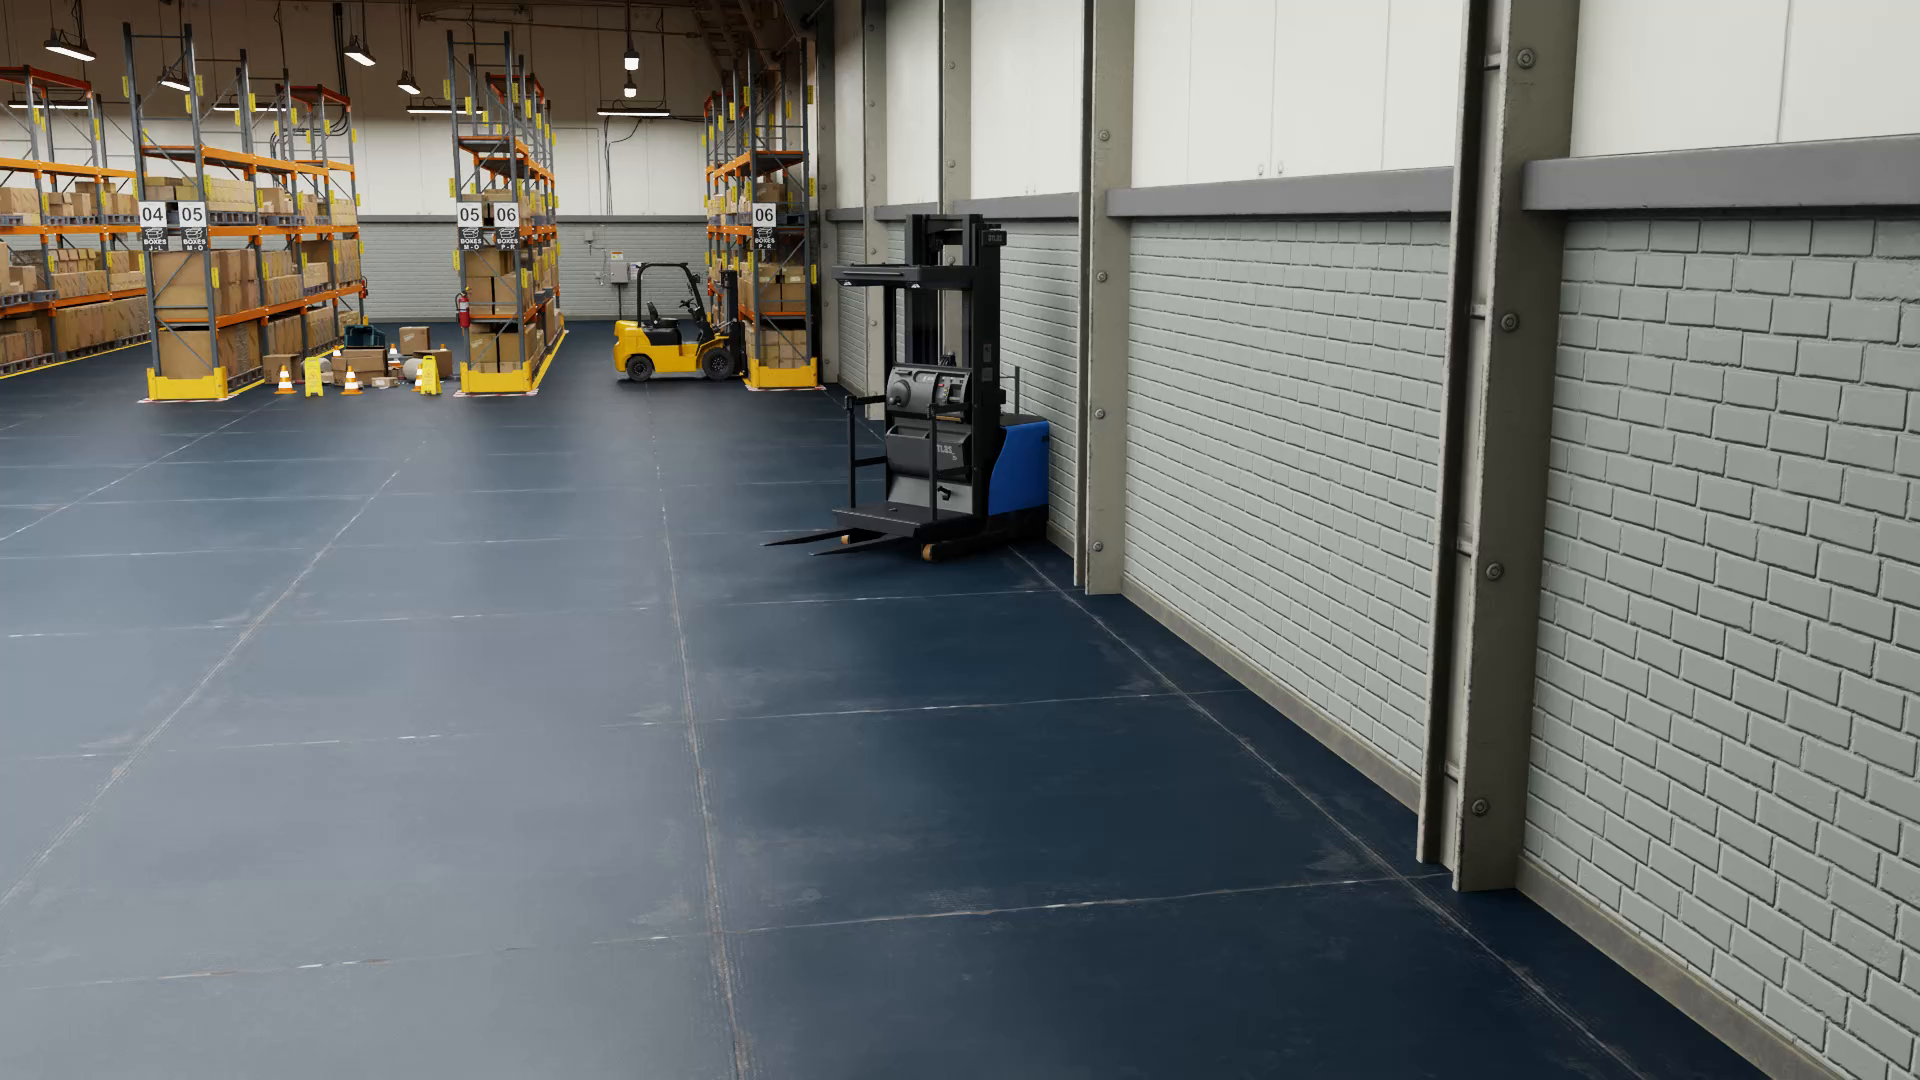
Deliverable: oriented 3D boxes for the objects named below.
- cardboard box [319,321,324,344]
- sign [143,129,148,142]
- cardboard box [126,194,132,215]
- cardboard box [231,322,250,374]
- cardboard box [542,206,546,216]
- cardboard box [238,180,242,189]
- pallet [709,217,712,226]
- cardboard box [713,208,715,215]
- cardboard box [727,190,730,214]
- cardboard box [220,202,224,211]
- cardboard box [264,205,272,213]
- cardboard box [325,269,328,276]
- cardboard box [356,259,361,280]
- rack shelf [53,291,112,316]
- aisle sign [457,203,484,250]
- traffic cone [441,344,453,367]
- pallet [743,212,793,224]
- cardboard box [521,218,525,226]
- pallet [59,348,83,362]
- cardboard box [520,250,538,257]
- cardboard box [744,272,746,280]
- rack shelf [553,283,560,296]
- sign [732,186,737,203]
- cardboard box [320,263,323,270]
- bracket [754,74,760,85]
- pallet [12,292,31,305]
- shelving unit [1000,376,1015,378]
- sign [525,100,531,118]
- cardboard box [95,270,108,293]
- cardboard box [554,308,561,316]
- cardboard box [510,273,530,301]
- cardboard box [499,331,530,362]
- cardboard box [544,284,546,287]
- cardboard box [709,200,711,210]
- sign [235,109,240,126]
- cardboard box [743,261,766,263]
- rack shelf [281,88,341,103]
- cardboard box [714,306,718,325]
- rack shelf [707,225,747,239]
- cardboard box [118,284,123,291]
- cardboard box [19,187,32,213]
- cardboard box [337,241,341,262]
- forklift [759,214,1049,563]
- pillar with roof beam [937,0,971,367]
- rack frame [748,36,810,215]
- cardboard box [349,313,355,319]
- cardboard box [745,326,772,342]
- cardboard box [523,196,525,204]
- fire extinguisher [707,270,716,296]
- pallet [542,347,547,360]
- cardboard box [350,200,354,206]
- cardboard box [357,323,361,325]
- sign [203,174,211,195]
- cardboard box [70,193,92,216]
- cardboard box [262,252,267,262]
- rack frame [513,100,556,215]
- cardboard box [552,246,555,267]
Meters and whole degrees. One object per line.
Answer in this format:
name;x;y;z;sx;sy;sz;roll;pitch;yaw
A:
cardboard box;-14.497;-4.619;37.058;0.500;0.500;0.500;-2;11;-12
sign;-20.309;-10.083;41.449;0.100;0.325;0.005;-2;11;-11
cardboard box;-20.700;-8.198;40.620;0.700;0.500;0.500;-3;11;-13
cardboard box;-13.393;-3.462;29.974;0.875;0.875;0.875;-2;11;-11
cardboard box;-9.968;-7.730;38.933;0.500;0.311;0.500;-2;11;-11
cardboard box;-13.044;-6.338;29.654;0.380;0.149;0.250;-2;11;-11
pallet;-5.420;-7.688;40.101;1.213;0.211;1.003;-2;11;-11
cardboard box;-5.683;-7.824;39.595;0.380;0.149;0.250;-2;11;-10
cardboard box;-4.602;-7.243;35.601;0.700;0.500;0.500;-2;11;-12
cardboard box;-12.748;-5.668;28.264;0.380;0.149;0.250;-2;11;-11
cardboard box;-13.643;-6.454;32.396;0.380;0.149;0.250;-2;11;-11
cardboard box;-14.911;-6.213;38.621;0.380;0.149;0.250;-2;11;-9
cardboard box;-15.620;-6.905;42.444;0.500;0.500;0.500;-2;11;-10
rack shelf;-19.678;-5.167;36.300;1.077;0.370;4.000;-2;11;-11
aisle sign;-8.284;-5.302;28.132;0.394;0.787;0.004;-2;11;-11
traffic cone;-10.404;-3.711;33.509;0.336;0.463;0.334;-2;11;-11
pallet;-3.496;-6.013;31.034;1.003;0.211;1.213;-2;11;-11
cardboard box;-8.013;-5.707;29.859;0.380;0.149;0.250;-2;11;-10
pallet;-19.368;-3.931;35.341;1.003;0.211;1.213;-2;11;-11
cardboard box;-8.973;-5.945;34.540;0.380;0.149;0.250;-3;11;-14
cardboard box;-3.897;-5.026;31.630;0.380;0.149;0.250;-2;11;-13
rack shelf;-10.735;-6.261;42.048;1.077;0.370;4.000;-2;11;-11
sign;-4.452;-6.822;32.825;0.100;0.325;0.005;-2;11;-11
cardboard box;-14.811;-6.261;38.081;0.380;0.149;0.250;-2;11;-13
bracket;-4.996;-11.216;40.484;0.235;0.232;0.430;-2;11;-11
pallet;-18.863;-4.698;32.424;1.003;0.211;1.213;-2;11;-11
shelving unit;0.218;-1.022;16.610;0.538;1.500;1.039;-2;11;-12
sign;-8.254;-8.242;31.775;0.100;0.325;0.005;-2;11;-11
cardboard box;-19.708;-5.861;37.752;0.500;0.500;0.500;-2;11;-11
cardboard box;-10.897;-5.812;43.491;0.875;0.438;0.875;-3;11;-13
cardboard box;-8.143;-4.620;30.440;0.500;0.500;0.500;-2;11;-12
cardboard box;-7.903;-3.433;29.491;0.500;0.500;0.500;-3;11;-13
cardboard box;-9.416;-5.539;36.733;0.500;0.250;0.500;-2;11;-12
cardboard box;-6.224;-8.678;43.068;0.500;0.250;0.500;-2;11;-12
sign;-14.934;-8.739;34.387;0.100;0.325;0.005;-2;11;-11
cardboard box;-4.646;-6.051;37.628;0.500;0.500;0.500;-2;11;-8
rack shelf;-15.571;-10.713;40.120;0.831;0.071;3.687;-2;11;-11
cardboard box;-6.101;-5.867;43.616;0.700;0.500;0.500;-2;11;-9
rack shelf;-5.867;-7.916;42.720;1.077;0.370;4.000;-2;11;-11
cardboard box;-19.901;-5.927;39.039;0.380;0.149;0.250;-2;11;-9
cardboard box;-18.840;-6.750;33.065;0.500;0.500;0.500;-2;11;-11
cardboard box;-15.146;-6.922;39.858;0.500;0.500;0.500;-2;11;-13
forklift;-0.420;-1.352;14.516;1.130;2.935;3.031;10;14;41
pillar with roof beam;-4.284;-4.978;17.339;9.100;9.000;0.400;-2;11;-11
rack frame;-3.144;-7.175;28.881;1.000;3.000;0.127;-2;11;-11
cardboard box;-15.345;-5.605;41.587;0.380;0.149;0.250;-2;11;-9
cardboard box;-3.752;-3.834;30.926;0.500;0.250;0.500;-2;11;-10
cardboard box;-8.119;-6.191;30.274;0.380;0.149;0.250;-2;11;-10
fire extinguisher;-6.738;-6.952;44.956;0.296;0.674;0.183;-2;11;-11
pallet;-9.417;-4.001;35.707;1.003;0.211;1.213;-2;11;-11
cardboard box;-15.607;-8.574;42.250;0.380;0.149;0.250;-2;11;-12
cardboard box;-15.503;-5.456;42.396;0.380;0.149;0.250;-2;11;-9
sign;-12.302;-5.809;27.178;0.100;0.325;0.005;-2;11;-11
cardboard box;-19.944;-7.510;37.274;0.700;0.500;0.500;-2;11;-10
cardboard box;-13.830;-5.308;32.171;0.700;0.500;0.500;-2;11;-12
rack frame;-11.124;-9.929;43.347;1.000;3.000;0.127;-2;11;-11
cardboard box;-10.381;-7.072;41.440;0.500;0.500;0.500;-2;11;-10
